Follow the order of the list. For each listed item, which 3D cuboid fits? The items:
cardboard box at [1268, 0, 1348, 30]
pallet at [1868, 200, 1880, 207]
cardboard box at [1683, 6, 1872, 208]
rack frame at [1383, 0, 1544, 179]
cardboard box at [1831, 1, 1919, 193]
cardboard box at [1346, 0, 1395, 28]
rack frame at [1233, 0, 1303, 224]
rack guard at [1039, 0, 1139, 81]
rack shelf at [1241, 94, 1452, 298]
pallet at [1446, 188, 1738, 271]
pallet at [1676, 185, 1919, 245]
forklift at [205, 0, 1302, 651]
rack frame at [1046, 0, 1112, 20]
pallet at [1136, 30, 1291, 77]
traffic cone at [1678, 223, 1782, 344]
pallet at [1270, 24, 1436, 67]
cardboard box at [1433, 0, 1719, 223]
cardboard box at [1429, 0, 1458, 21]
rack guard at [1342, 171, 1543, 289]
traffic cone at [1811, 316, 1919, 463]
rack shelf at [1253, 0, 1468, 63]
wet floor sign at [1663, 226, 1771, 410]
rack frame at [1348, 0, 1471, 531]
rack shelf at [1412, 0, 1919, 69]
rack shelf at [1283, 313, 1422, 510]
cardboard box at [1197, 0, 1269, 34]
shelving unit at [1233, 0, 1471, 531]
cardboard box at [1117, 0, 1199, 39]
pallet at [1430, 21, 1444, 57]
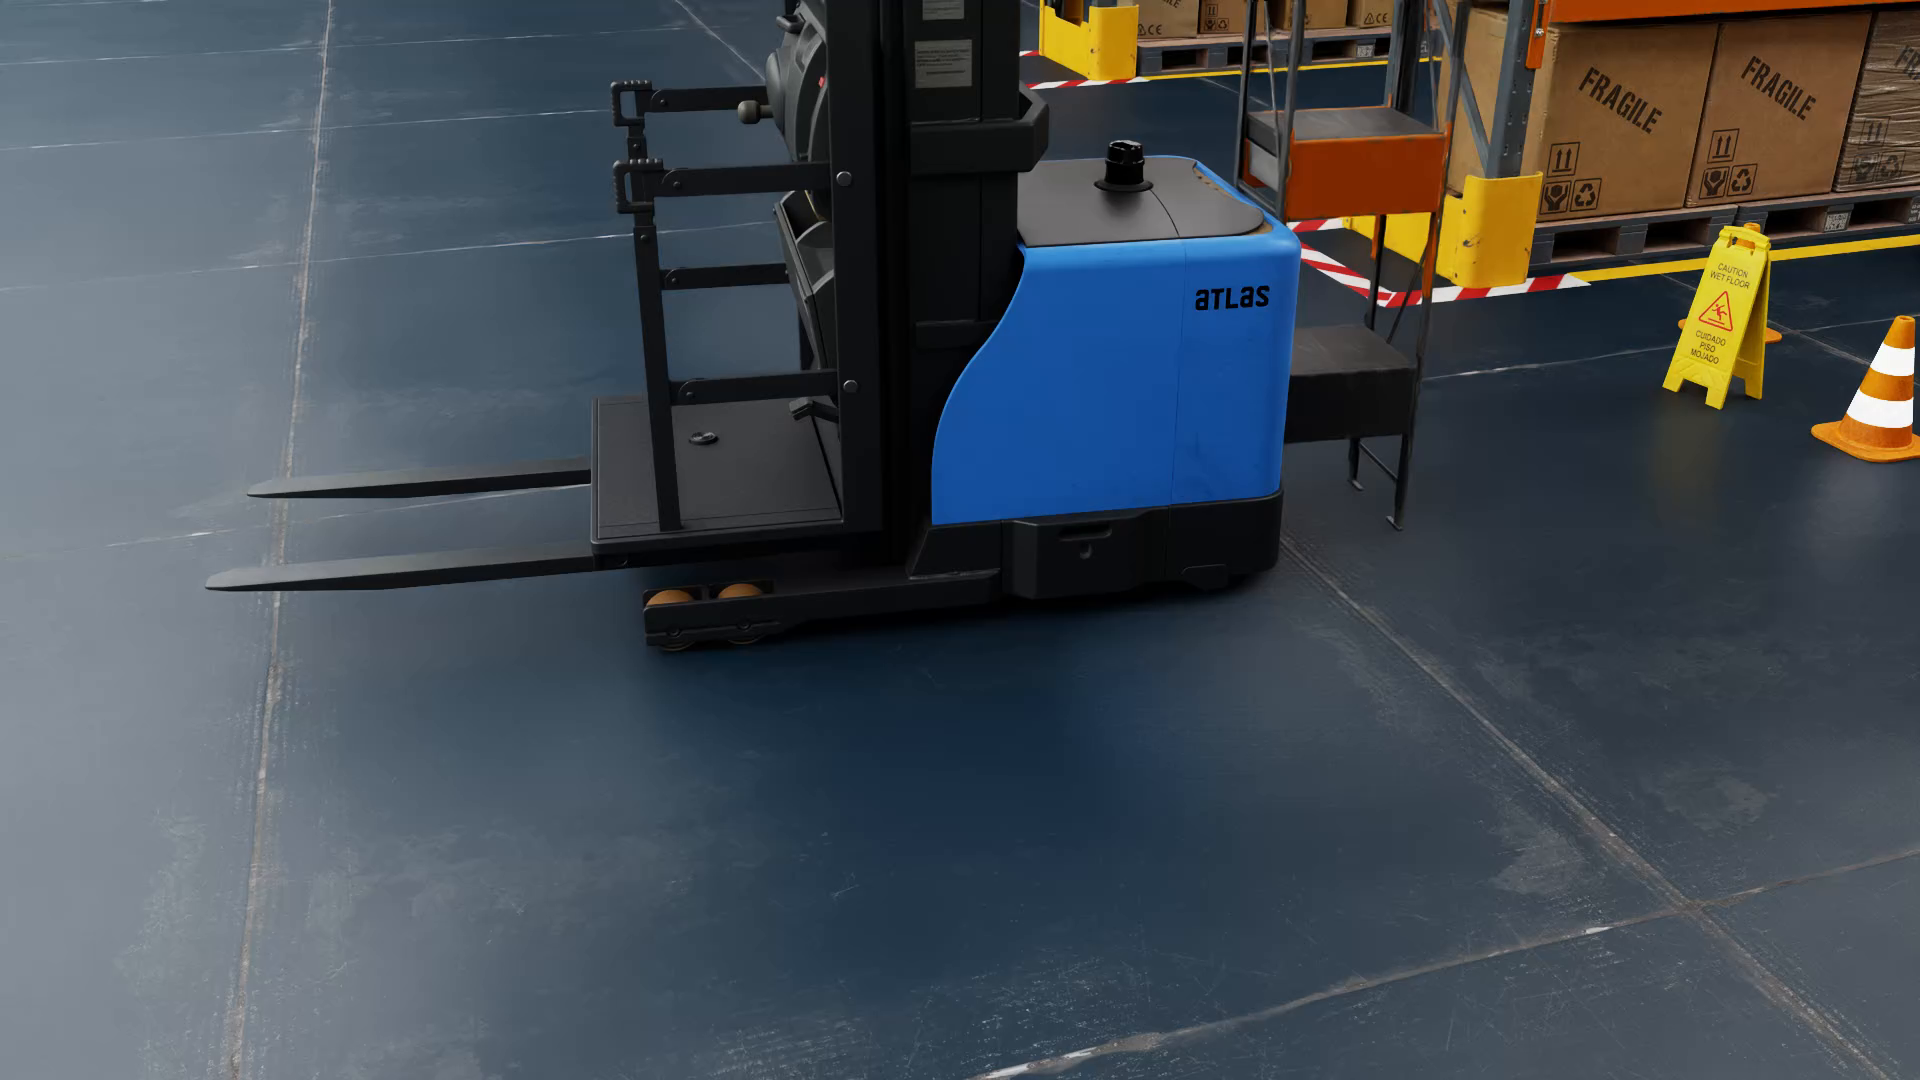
[{"bbox_3d":[2.618,-4.181,12.638,0.500,0.500,0.500,-6,27,-11],"label":"cardboard box"},{"bbox_3d":[5.357,-1.978,8.997,1.213,0.211,1.003,-8,28,-16],"label":"pallet"},{"bbox_3d":[3.761,-2.227,8.281,0.875,0.875,0.875,-9,28,-17],"label":"cardboard box"},{"bbox_3d":[2.300,-2.748,7.411,0.127,3.000,1.000,-8,28,-16],"label":"rack frame"},{"bbox_3d":[4.628,-2.352,8.532,0.875,0.875,0.875,-8,28,-16],"label":"cardboard box"},{"bbox_3d":[3.163,-4.239,12.754,0.500,0.500,0.500,-11,28,-21],"label":"cardboard box"},{"bbox_3d":[0.885,-1.014,4.932,0.015,2.100,0.400,-5,27,-10],"label":"rack frame"},{"bbox_3d":[0.933,-3.750,12.241,0.348,0.500,1.175,-8,28,-16],"label":"rack guard"},{"bbox_3d":[1.124,-1.023,4.979,0.480,0.518,0.431,-5,27,-10],"label":"rack shelf"},{"bbox_3d":[3.036,-1.642,8.320,1.213,0.211,1.003,-8,28,-16],"label":"pallet"},{"bbox_3d":[4.194,-1.808,8.655,1.213,0.211,1.003,-8,28,-16],"label":"pallet"},{"bbox_3d":[-0.619,-1.259,4.490,3.031,2.935,1.130,-5,27,-10],"label":"forklift"},{"bbox_3d":[0.861,-4.859,11.664,0.127,3.000,1.000,-8,28,-16],"label":"rack frame"},{"bbox_3d":[1.716,-3.717,12.500,1.213,0.211,1.003,-8,28,-16],"label":"pallet"},{"bbox_3d":[3.245,-1.084,6.913,0.334,0.463,0.336,-8,28,-16],"label":"traffic cone"},{"bbox_3d":[2.874,-3.884,12.835,1.213,0.211,1.003,-8,28,-16],"label":"pallet"},{"bbox_3d":[2.925,-2.105,8.035,0.875,0.875,0.875,-8,28,-16],"label":"cardboard box"},{"bbox_3d":[3.729,-4.358,12.993,0.500,0.500,0.500,0,26,0],"label":"cardboard box"},{"bbox_3d":[2.278,-1.625,7.961,0.348,0.500,1.175,-8,28,-16],"label":"rack guard"},{"bbox_3d":[3.272,-0.560,5.857,0.334,0.463,0.336,-8,28,-16],"label":"traffic cone"},{"bbox_3d":[1.124,-1.650,4.668,0.480,0.518,0.431,-5,27,-10],"label":"rack shelf"},{"bbox_3d":[2.886,-0.852,6.241,0.232,0.644,0.267,-13,29,-25],"label":"wet floor sign"},{"bbox_3d":[1.364,-1.056,5.015,0.015,2.100,0.400,-5,27,-10],"label":"rack frame"},{"bbox_3d":[4.202,-2.701,8.126,4.000,0.370,1.077,-8,28,-16],"label":"rack shelf"},{"bbox_3d":[1.125,-0.396,5.291,0.480,0.518,0.431,-5,27,-10],"label":"rack shelf"},{"bbox_3d":[2.017,-4.103,12.480,0.500,0.500,0.500,-1,26,-3],"label":"cardboard box"},{"bbox_3d":[1.124,-1.035,4.973,0.503,2.100,0.431,-5,27,-10],"label":"shelving unit"},{"bbox_3d":[1.459,-4.006,12.285,0.500,0.500,0.500,-3,27,-7],"label":"cardboard box"},{"bbox_3d":[4.036,-4.053,13.177,1.213,0.211,1.003,-8,28,-16],"label":"pallet"}]
